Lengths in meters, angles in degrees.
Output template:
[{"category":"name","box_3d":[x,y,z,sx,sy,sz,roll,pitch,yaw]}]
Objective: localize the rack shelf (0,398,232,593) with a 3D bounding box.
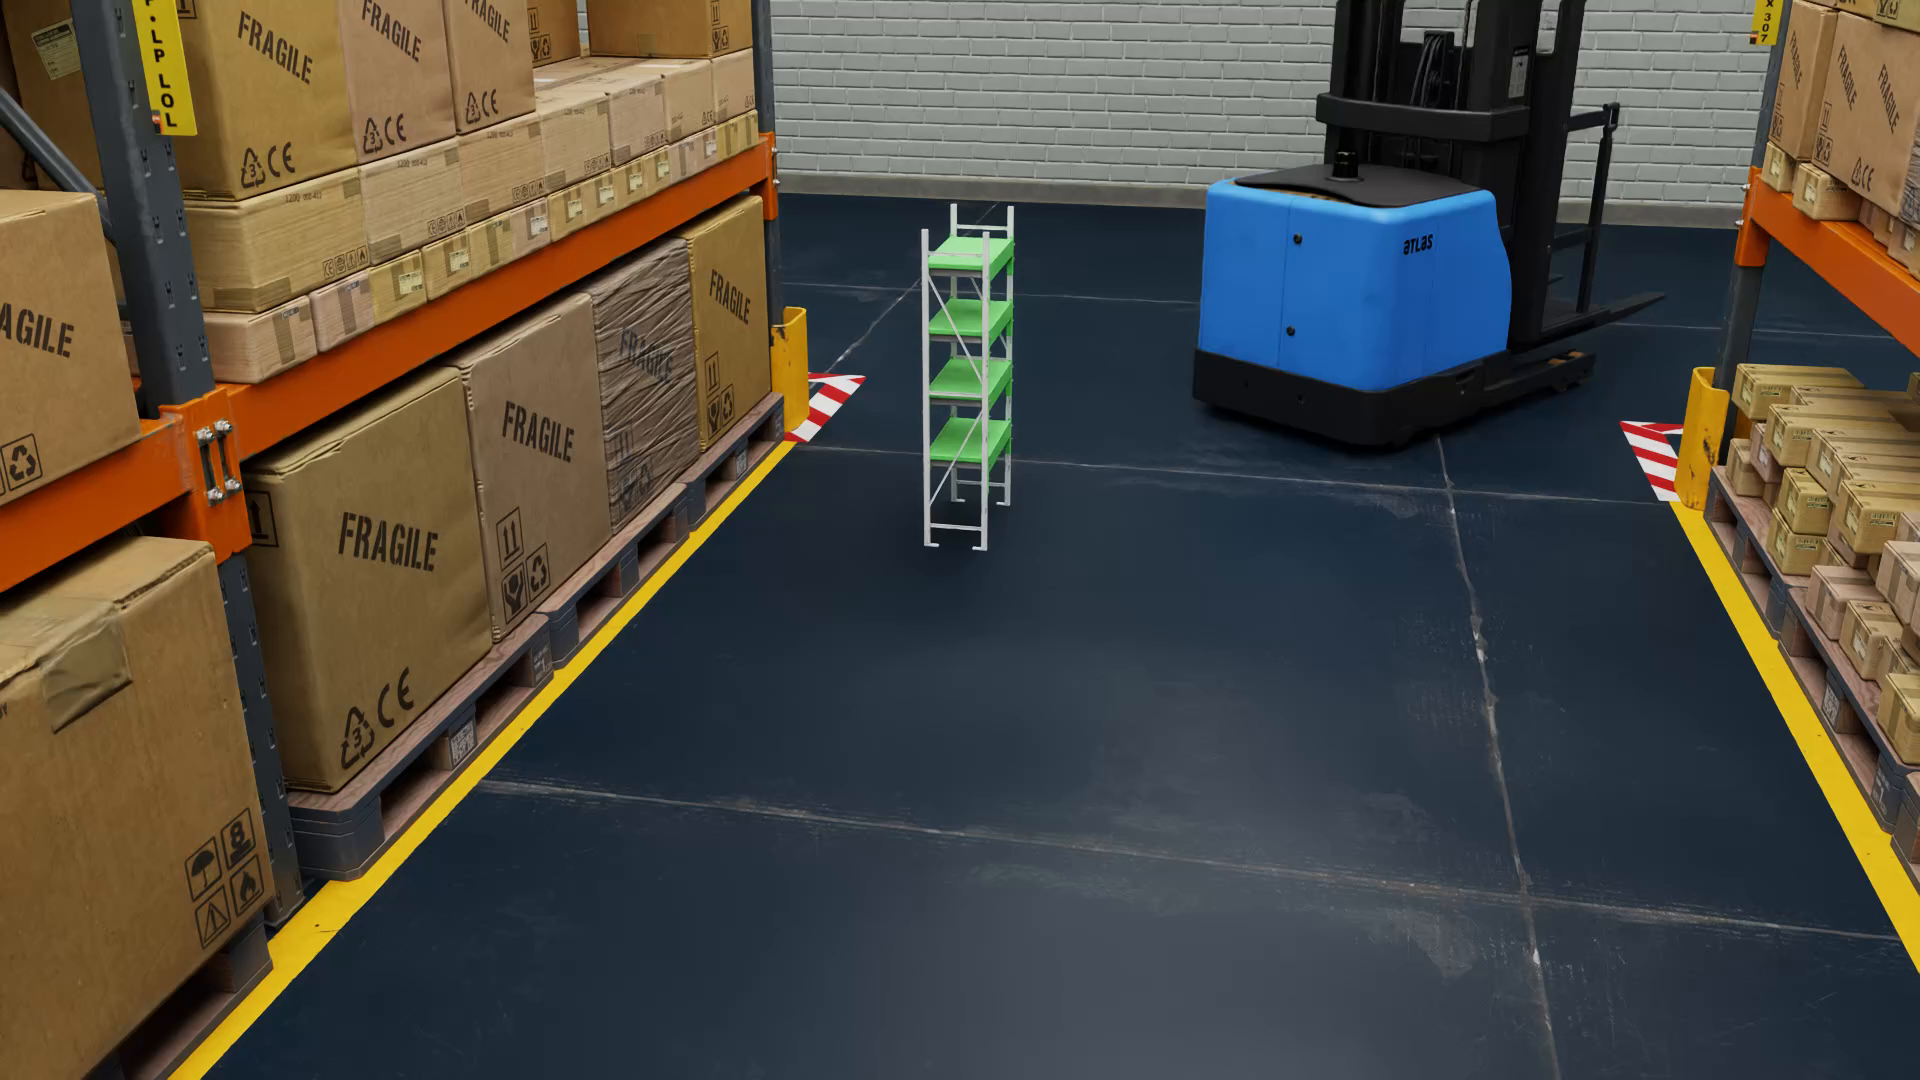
[{"category":"rack shelf","box_3d":[-2.531,0.557,1.920,1.077,0.370,4.000,4,22,11]}]

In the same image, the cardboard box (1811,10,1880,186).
[{"category":"cardboard box","box_3d":[3.082,-1.400,5.283,0.500,0.500,0.500,5,22,11]}]

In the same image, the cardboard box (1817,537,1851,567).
[{"category":"cardboard box","box_3d":[2.973,0.117,5.301,0.380,0.149,0.250,5,22,11]}]

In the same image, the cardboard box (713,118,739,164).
[{"category":"cardboard box","box_3d":[-1.108,-1.604,6.659,0.380,0.149,0.250,5,22,11]}]

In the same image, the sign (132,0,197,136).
[{"category":"sign","box_3d":[-1.590,-0.971,3.306,0.100,0.325,0.005,4,22,11]}]

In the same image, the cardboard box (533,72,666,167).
[{"category":"cardboard box","box_3d":[-1.353,-1.471,5.793,0.500,0.250,0.500,4,22,9]}]

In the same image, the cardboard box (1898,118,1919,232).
[{"category":"cardboard box","box_3d":[2.872,-1.035,4.376,0.500,0.500,0.500,4,22,10]}]

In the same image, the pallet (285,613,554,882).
[{"category":"pallet","box_3d":[-1.891,0.513,4.798,1.003,0.211,1.213,4,22,11]}]

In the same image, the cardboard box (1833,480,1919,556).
[{"category":"cardboard box","box_3d":[2.840,-0.056,4.936,0.380,0.149,0.250,5,22,12]}]

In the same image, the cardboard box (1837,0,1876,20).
[{"category":"cardboard box","box_3d":[3.080,-1.876,5.125,0.500,0.500,0.500,5,22,12]}]

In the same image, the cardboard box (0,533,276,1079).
[{"category":"cardboard box","box_3d":[-2.234,0.518,3.335,1.225,0.875,0.875,5,22,11]}]

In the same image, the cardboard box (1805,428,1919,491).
[{"category":"cardboard box","box_3d":[3.004,-0.250,5.416,0.380,0.149,0.250,3,22,8]}]

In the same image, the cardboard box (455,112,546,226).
[{"category":"cardboard box","box_3d":[-1.564,-1.100,4.873,0.500,0.250,0.500,5,22,12]}]

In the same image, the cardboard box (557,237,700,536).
[{"category":"cardboard box","box_3d":[-1.544,-0.608,6.129,0.875,0.875,0.875,4,22,11]}]

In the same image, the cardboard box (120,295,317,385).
[{"category":"cardboard box","box_3d":[-1.737,-0.475,3.854,0.380,0.149,0.250,5,22,11]}]

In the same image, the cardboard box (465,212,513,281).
[{"category":"cardboard box","box_3d":[-1.526,-0.857,4.803,0.380,0.149,0.250,4,22,10]}]

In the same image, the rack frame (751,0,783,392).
[{"category":"rack frame","box_3d":[-1.307,-1.972,7.234,1.000,3.000,0.127,4,22,11]}]

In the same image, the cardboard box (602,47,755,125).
[{"category":"cardboard box","box_3d":[-1.146,-1.842,6.716,0.500,0.250,0.500,4,22,10]}]

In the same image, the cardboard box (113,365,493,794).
[{"category":"cardboard box","box_3d":[-1.910,0.047,4.504,0.875,0.875,0.875,4,22,11]}]

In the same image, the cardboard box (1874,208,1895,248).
[{"category":"cardboard box","box_3d":[3.025,-0.953,5.042,0.380,0.149,0.250,4,22,10]}]

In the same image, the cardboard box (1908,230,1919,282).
[{"category":"cardboard box","box_3d":[2.873,-0.772,4.592,0.380,0.149,0.250,5,23,13]}]

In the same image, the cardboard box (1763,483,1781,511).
[{"category":"cardboard box","box_3d":[3.135,-0.160,5.989,0.380,0.149,0.250,4,22,11]}]

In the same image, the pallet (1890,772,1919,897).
[{"category":"pallet","box_3d":[2.815,0.952,3.708,1.003,0.211,1.213,4,22,11]}]

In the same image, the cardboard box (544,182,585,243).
[{"category":"cardboard box","box_3d":[-1.420,-1.045,5.270,0.380,0.149,0.250,4,22,9]}]

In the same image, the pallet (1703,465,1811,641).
[{"category":"pallet","box_3d":[3.313,0.059,5.924,1.003,0.211,1.213,4,22,11]}]

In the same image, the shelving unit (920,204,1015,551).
[{"category":"shelving unit","box_3d":[0.034,-0.617,6.280,0.258,1.200,0.503,4,22,11]}]

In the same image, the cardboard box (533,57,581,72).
[{"category":"cardboard box","box_3d":[-1.768,-1.694,6.348,0.500,0.250,0.500,4,22,10]}]

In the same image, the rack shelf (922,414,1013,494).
[{"category":"rack shelf","box_3d":[0.034,-0.335,6.393,0.258,0.148,0.480,4,22,11]}]

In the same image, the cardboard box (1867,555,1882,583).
[{"category":"cardboard box","box_3d":[2.961,0.090,4.972,0.380,0.149,0.250,6,23,14]}]

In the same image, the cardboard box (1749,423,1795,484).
[{"category":"cardboard box","box_3d":[3.059,-0.299,5.936,0.380,0.149,0.250,4,22,11]}]

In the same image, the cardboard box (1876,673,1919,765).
[{"category":"cardboard box","box_3d":[2.670,0.486,4.385,0.380,0.149,0.250,4,22,11]}]

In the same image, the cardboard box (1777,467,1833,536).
[{"category":"cardboard box","box_3d":[2.937,-0.117,5.485,0.380,0.149,0.250,5,23,13]}]

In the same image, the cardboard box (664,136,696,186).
[{"category":"cardboard box","box_3d":[-1.213,-1.421,6.203,0.380,0.149,0.250,5,22,12]}]

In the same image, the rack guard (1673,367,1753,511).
[{"category":"rack guard","box_3d":[3.513,-0.369,6.601,1.175,0.500,0.348,4,22,11]}]

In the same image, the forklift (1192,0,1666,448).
[{"category":"forklift","box_3d":[2.524,-2.209,7.916,3.031,2.935,1.130,-19,29,-39]}]

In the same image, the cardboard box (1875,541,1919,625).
[{"category":"cardboard box","box_3d":[2.724,0.126,4.484,0.380,0.149,0.250,4,22,9]}]

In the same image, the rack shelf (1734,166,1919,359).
[{"category":"rack shelf","box_3d":[3.120,-0.491,4.521,1.077,0.370,4.000,4,22,11]}]

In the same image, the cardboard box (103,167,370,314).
[{"category":"cardboard box","box_3d":[-1.770,-0.729,3.951,0.500,0.250,0.500,4,22,10]}]

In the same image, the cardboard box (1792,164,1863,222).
[{"category":"cardboard box","box_3d":[3.023,-1.156,5.545,0.380,0.149,0.250,4,22,9]}]

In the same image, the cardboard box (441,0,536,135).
[{"category":"cardboard box","box_3d":[-1.565,-1.451,4.739,0.500,0.500,0.500,4,22,9]}]

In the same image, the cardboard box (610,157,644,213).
[{"category":"cardboard box","box_3d":[-1.316,-1.231,5.732,0.380,0.149,0.250,5,22,11]}]

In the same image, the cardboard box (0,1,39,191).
[{"category":"cardboard box","box_3d":[-2.291,-1.113,3.902,0.500,0.500,0.500,5,22,12]}]

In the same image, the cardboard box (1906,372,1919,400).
[{"category":"cardboard box","box_3d":[3.669,-0.492,6.017,0.380,0.149,0.250,5,22,12]}]

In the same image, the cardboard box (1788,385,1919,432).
[{"category":"cardboard box","box_3d":[3.150,-0.429,5.861,0.380,0.149,0.250,5,22,12]}]

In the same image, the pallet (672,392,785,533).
[{"category":"pallet","box_3d":[-1.393,-0.380,7.014,1.003,0.211,1.213,4,22,11]}]

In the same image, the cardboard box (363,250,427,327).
[{"category":"cardboard box","box_3d":[-1.630,-0.667,4.332,0.380,0.149,0.250,5,23,13]}]

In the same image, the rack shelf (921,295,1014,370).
[{"category":"rack shelf","box_3d":[0.034,-0.780,6.214,0.258,0.148,0.480,4,22,11]}]

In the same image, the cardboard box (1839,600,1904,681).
[{"category":"cardboard box","box_3d":[2.806,0.305,4.835,0.380,0.149,0.250,4,22,11]}]

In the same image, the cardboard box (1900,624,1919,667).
[{"category":"cardboard box","box_3d":[2.800,0.282,4.494,0.380,0.149,0.250,3,22,8]}]

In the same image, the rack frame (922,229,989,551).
[{"category":"rack frame","box_3d":[-0.016,-0.528,6.058,0.240,1.200,0.015,4,22,11]}]

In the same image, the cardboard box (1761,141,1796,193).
[{"category":"cardboard box","box_3d":[3.141,-1.346,6.018,0.380,0.149,0.250,4,22,10]}]

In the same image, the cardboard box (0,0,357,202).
[{"category":"cardboard box","box_3d":[-1.775,-1.081,3.820,0.500,0.500,0.500,4,22,11]}]
